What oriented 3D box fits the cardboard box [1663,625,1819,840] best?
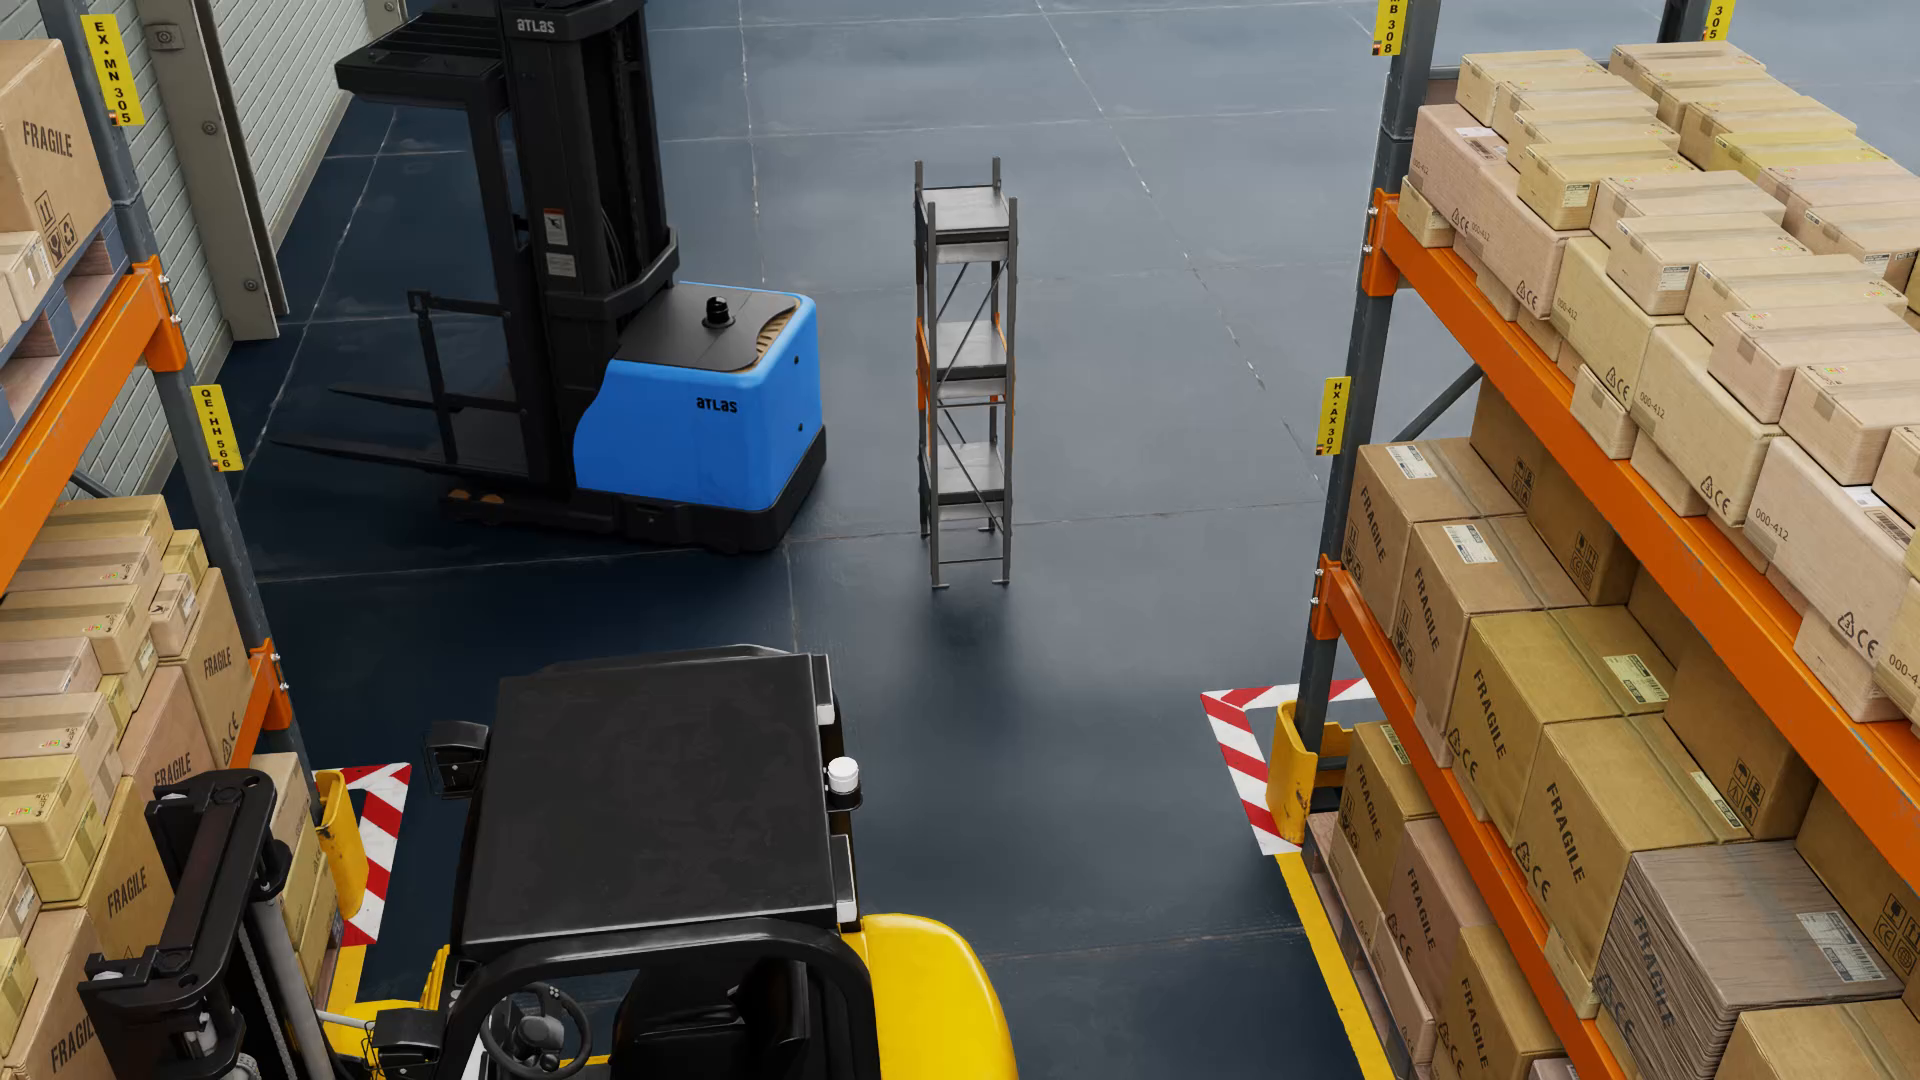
[{"bbox_3d":[2.358,0.403,4.383,0.700,0.500,0.500,-5,35,-7],"label":"cardboard box"}]

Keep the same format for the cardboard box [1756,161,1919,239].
[{"bbox_3d":[2.308,-0.865,4.336,0.380,0.149,0.250,-4,35,-6],"label":"cardboard box"}]

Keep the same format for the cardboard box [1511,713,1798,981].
[{"bbox_3d":[1.920,0.840,4.629,0.500,0.500,0.500,-5,35,-7],"label":"cardboard box"}]

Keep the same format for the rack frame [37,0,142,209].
[{"bbox_3d":[-3.006,-2.238,4.172,1.000,3.000,0.127,-4,35,-6],"label":"rack frame"}]

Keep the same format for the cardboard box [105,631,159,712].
[{"bbox_3d":[-2.644,0.394,4.972,0.380,0.149,0.250,-4,34,-5],"label":"cardboard box"}]

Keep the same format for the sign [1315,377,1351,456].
[{"bbox_3d":[1.374,-0.454,6.112,0.100,0.325,0.005,-4,35,-6],"label":"sign"}]

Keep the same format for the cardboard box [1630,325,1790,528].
[{"bbox_3d":[1.917,-0.281,3.833,0.500,0.250,0.500,-4,34,-5],"label":"cardboard box"}]

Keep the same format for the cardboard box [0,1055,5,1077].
[{"bbox_3d":[-2.394,1.250,3.717,0.380,0.149,0.250,-5,35,-8],"label":"cardboard box"}]

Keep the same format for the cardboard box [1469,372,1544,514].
[{"bbox_3d":[2.197,-0.446,5.629,0.700,0.500,0.500,-5,35,-8],"label":"cardboard box"}]

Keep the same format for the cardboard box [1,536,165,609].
[{"bbox_3d":[-2.685,0.128,5.098,0.380,0.149,0.250,-4,35,-6],"label":"cardboard box"}]

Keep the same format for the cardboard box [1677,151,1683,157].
[{"bbox_3d":[2.248,-1.172,5.141,0.500,0.250,0.500,-5,35,-7],"label":"cardboard box"}]

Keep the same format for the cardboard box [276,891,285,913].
[{"bbox_3d":[-2.561,1.308,5.476,0.500,0.250,0.500,-4,34,-6],"label":"cardboard box"}]

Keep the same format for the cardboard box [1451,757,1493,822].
[{"bbox_3d":[1.812,0.753,5.333,0.380,0.149,0.250,-3,34,-5],"label":"cardboard box"}]

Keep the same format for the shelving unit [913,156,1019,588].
[{"bbox_3d":[0.022,-0.775,8.152,0.431,2.100,0.503,-4,35,-6],"label":"shelving unit"}]

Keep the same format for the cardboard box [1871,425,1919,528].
[{"bbox_3d":[2.035,-0.111,3.229,0.380,0.149,0.250,-5,35,-7],"label":"cardboard box"}]

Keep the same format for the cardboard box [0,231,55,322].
[{"bbox_3d":[-2.594,-0.670,4.296,0.380,0.149,0.250,-5,35,-8],"label":"cardboard box"}]

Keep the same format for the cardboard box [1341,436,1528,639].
[{"bbox_3d":[1.701,-0.016,5.885,0.500,0.500,0.500,-5,35,-7],"label":"cardboard box"}]

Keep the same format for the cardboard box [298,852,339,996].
[{"bbox_3d":[-2.630,1.442,6.168,0.500,0.250,0.500,-4,34,-6],"label":"cardboard box"}]

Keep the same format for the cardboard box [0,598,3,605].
[{"bbox_3d":[-3.121,0.274,5.149,0.380,0.149,0.250,-4,35,-6],"label":"cardboard box"}]

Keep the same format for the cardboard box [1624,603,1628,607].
[{"bbox_3d":[2.321,0.261,5.480,0.500,0.500,0.500,-4,35,-6],"label":"cardboard box"}]

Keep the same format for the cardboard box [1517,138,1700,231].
[{"bbox_3d":[1.740,-0.959,4.474,0.380,0.149,0.250,-4,35,-7],"label":"cardboard box"}]

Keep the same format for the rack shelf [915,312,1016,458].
[{"bbox_3d":[0.022,-0.764,8.159,0.431,0.518,0.480,-4,35,-6],"label":"rack shelf"}]

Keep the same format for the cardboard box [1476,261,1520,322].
[{"bbox_3d":[1.760,-0.773,4.909,0.380,0.149,0.250,-3,34,-5],"label":"cardboard box"}]

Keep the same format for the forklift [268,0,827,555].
[{"bbox_3d":[-2.329,-1.570,8.579,3.031,2.935,1.130,8,35,11],"label":"forklift"}]

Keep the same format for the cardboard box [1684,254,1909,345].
[{"bbox_3d":[1.931,-0.537,3.854,0.380,0.149,0.250,-4,34,-5],"label":"cardboard box"}]

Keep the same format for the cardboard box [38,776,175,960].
[{"bbox_3d":[-2.550,1.031,4.614,0.500,0.500,0.500,-5,35,-7],"label":"cardboard box"}]

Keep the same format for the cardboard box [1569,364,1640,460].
[{"bbox_3d":[1.812,-0.342,4.277,0.380,0.149,0.250,-4,34,-6],"label":"cardboard box"}]

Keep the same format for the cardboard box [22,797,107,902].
[{"bbox_3d":[-2.485,0.818,4.350,0.380,0.149,0.250,-4,34,-6],"label":"cardboard box"}]

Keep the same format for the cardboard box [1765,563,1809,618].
[{"bbox_3d":[2.030,0.080,3.657,0.380,0.149,0.250,-4,34,-5],"label":"cardboard box"}]

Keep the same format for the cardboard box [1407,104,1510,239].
[{"bbox_3d":[1.715,-1.137,5.088,0.500,0.250,0.500,-5,35,-7],"label":"cardboard box"}]

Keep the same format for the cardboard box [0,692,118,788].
[{"bbox_3d":[-2.518,0.553,4.474,0.380,0.149,0.250,-4,34,-5],"label":"cardboard box"}]

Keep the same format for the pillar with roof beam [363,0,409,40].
[{"bbox_3d":[-1.154,-8.804,13.806,9.100,9.000,0.400,-4,35,-6],"label":"pillar with roof beam"}]

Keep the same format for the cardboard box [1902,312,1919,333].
[{"bbox_3d":[2.459,-0.321,3.891,0.500,0.250,0.500,-4,34,-6],"label":"cardboard box"}]

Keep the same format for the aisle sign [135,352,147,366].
[{"bbox_3d":[-2.724,-0.892,5.216,0.394,0.787,0.004,-4,35,-6],"label":"aisle sign"}]

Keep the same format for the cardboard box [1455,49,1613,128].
[{"bbox_3d":[1.758,-1.388,5.104,0.380,0.149,0.250,-5,35,-7],"label":"cardboard box"}]

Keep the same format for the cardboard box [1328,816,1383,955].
[{"bbox_3d":[1.746,1.297,6.381,0.500,0.250,0.500,-5,35,-7],"label":"cardboard box"}]

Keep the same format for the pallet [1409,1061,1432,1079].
[{"bbox_3d":[2.157,2.193,5.473,1.003,0.211,1.213,-4,35,-6],"label":"pallet"}]

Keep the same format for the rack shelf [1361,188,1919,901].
[{"bbox_3d":[2.181,0.037,4.136,1.077,0.370,4.000,-4,35,-6],"label":"rack shelf"}]

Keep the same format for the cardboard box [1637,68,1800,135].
[{"bbox_3d":[2.246,-1.289,4.958,0.380,0.149,0.250,-4,34,-6],"label":"cardboard box"}]

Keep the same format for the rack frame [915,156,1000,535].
[{"bbox_3d":[-0.011,-0.911,8.352,0.400,2.100,0.015,-4,35,-6],"label":"rack frame"}]

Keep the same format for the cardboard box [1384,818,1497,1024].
[{"bbox_3d":[1.825,1.292,5.723,0.500,0.500,0.500,-6,35,-8],"label":"cardboard box"}]

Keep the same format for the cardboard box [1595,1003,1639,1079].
[{"bbox_3d":[1.960,1.331,4.485,0.380,0.149,0.250,-5,35,-7],"label":"cardboard box"}]

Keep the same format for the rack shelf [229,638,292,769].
[{"bbox_3d":[-2.737,1.654,4.426,1.077,0.370,4.000,-4,35,-6],"label":"rack shelf"}]

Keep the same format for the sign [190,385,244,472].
[{"bbox_3d":[-2.467,-0.369,5.517,0.100,0.325,0.005,-4,35,-6],"label":"sign"}]
